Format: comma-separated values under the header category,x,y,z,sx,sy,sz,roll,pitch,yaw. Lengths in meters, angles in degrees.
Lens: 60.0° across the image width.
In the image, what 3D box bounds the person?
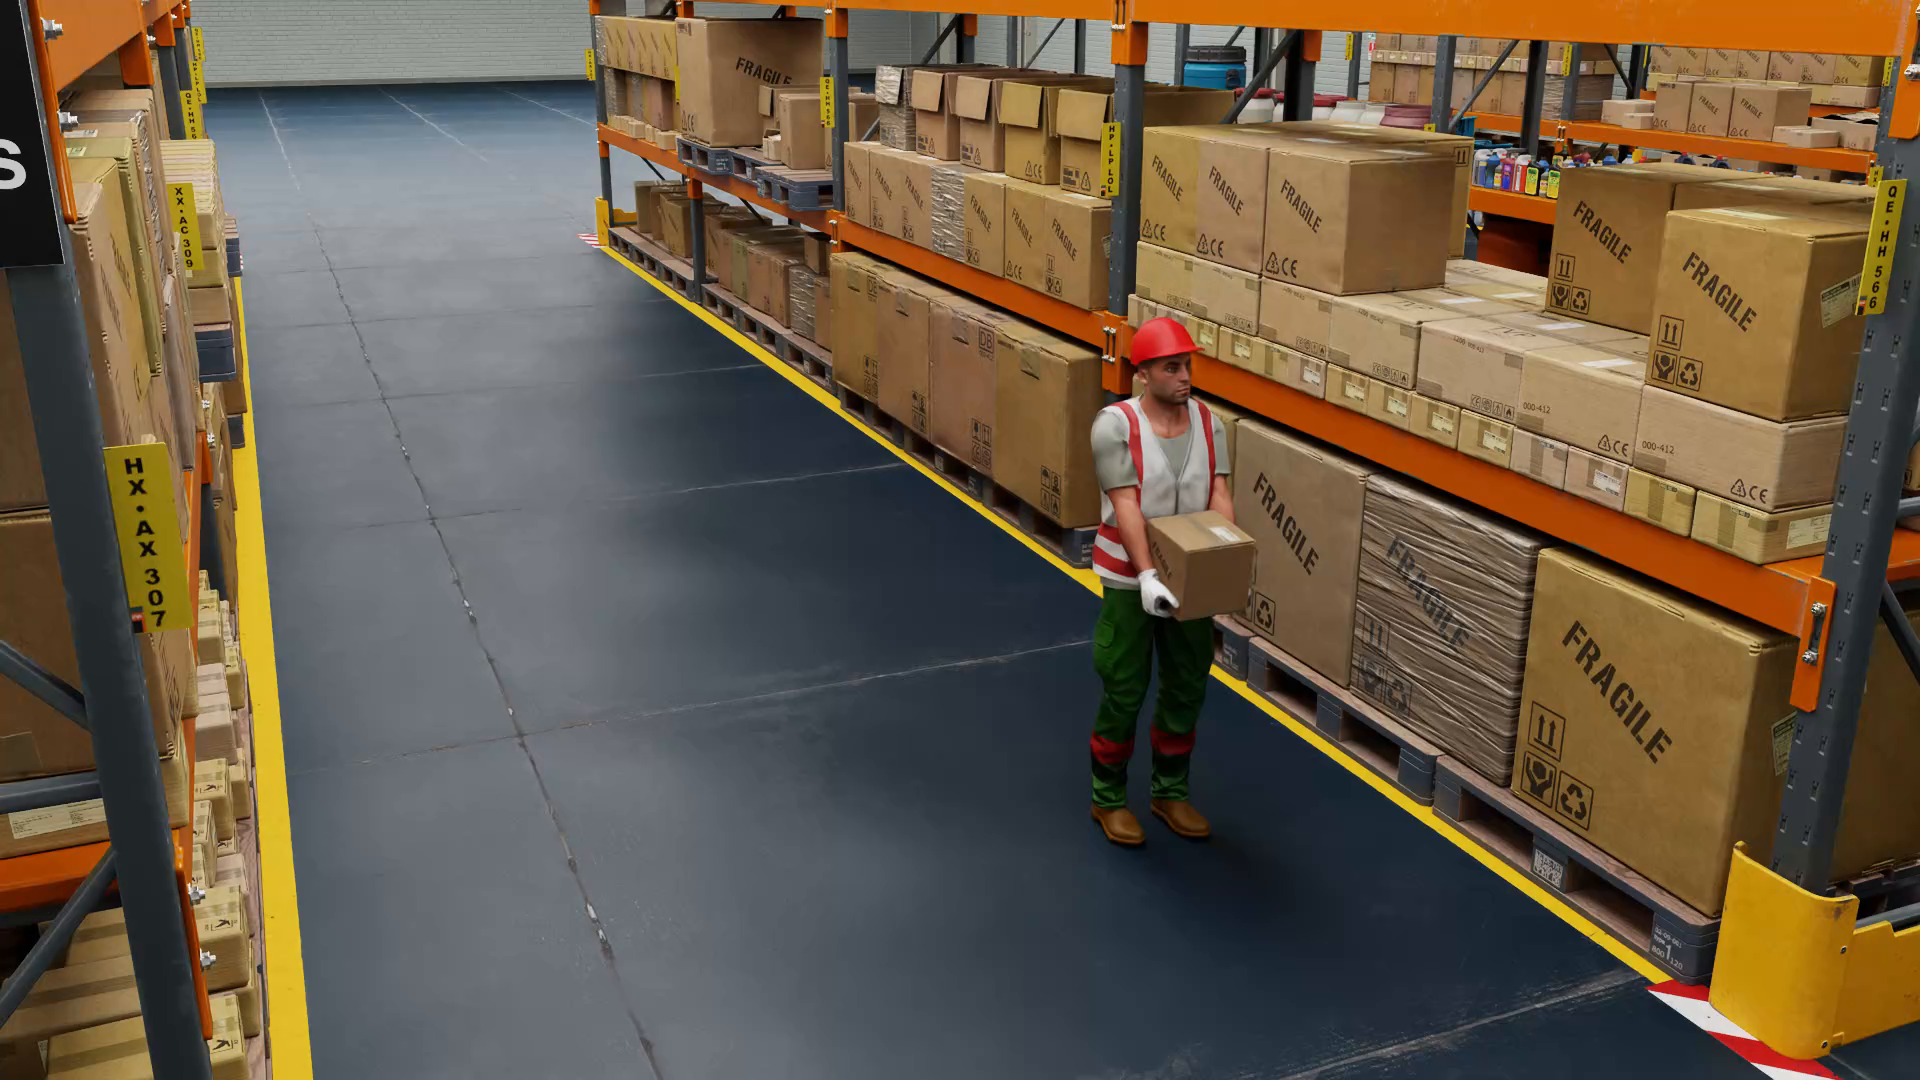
category,x,y,z,sx,sy,sz,roll,pitch,yaw
person,1.560,-1.873,11.572,7.108,1.786,11.611,-8,20,-22
